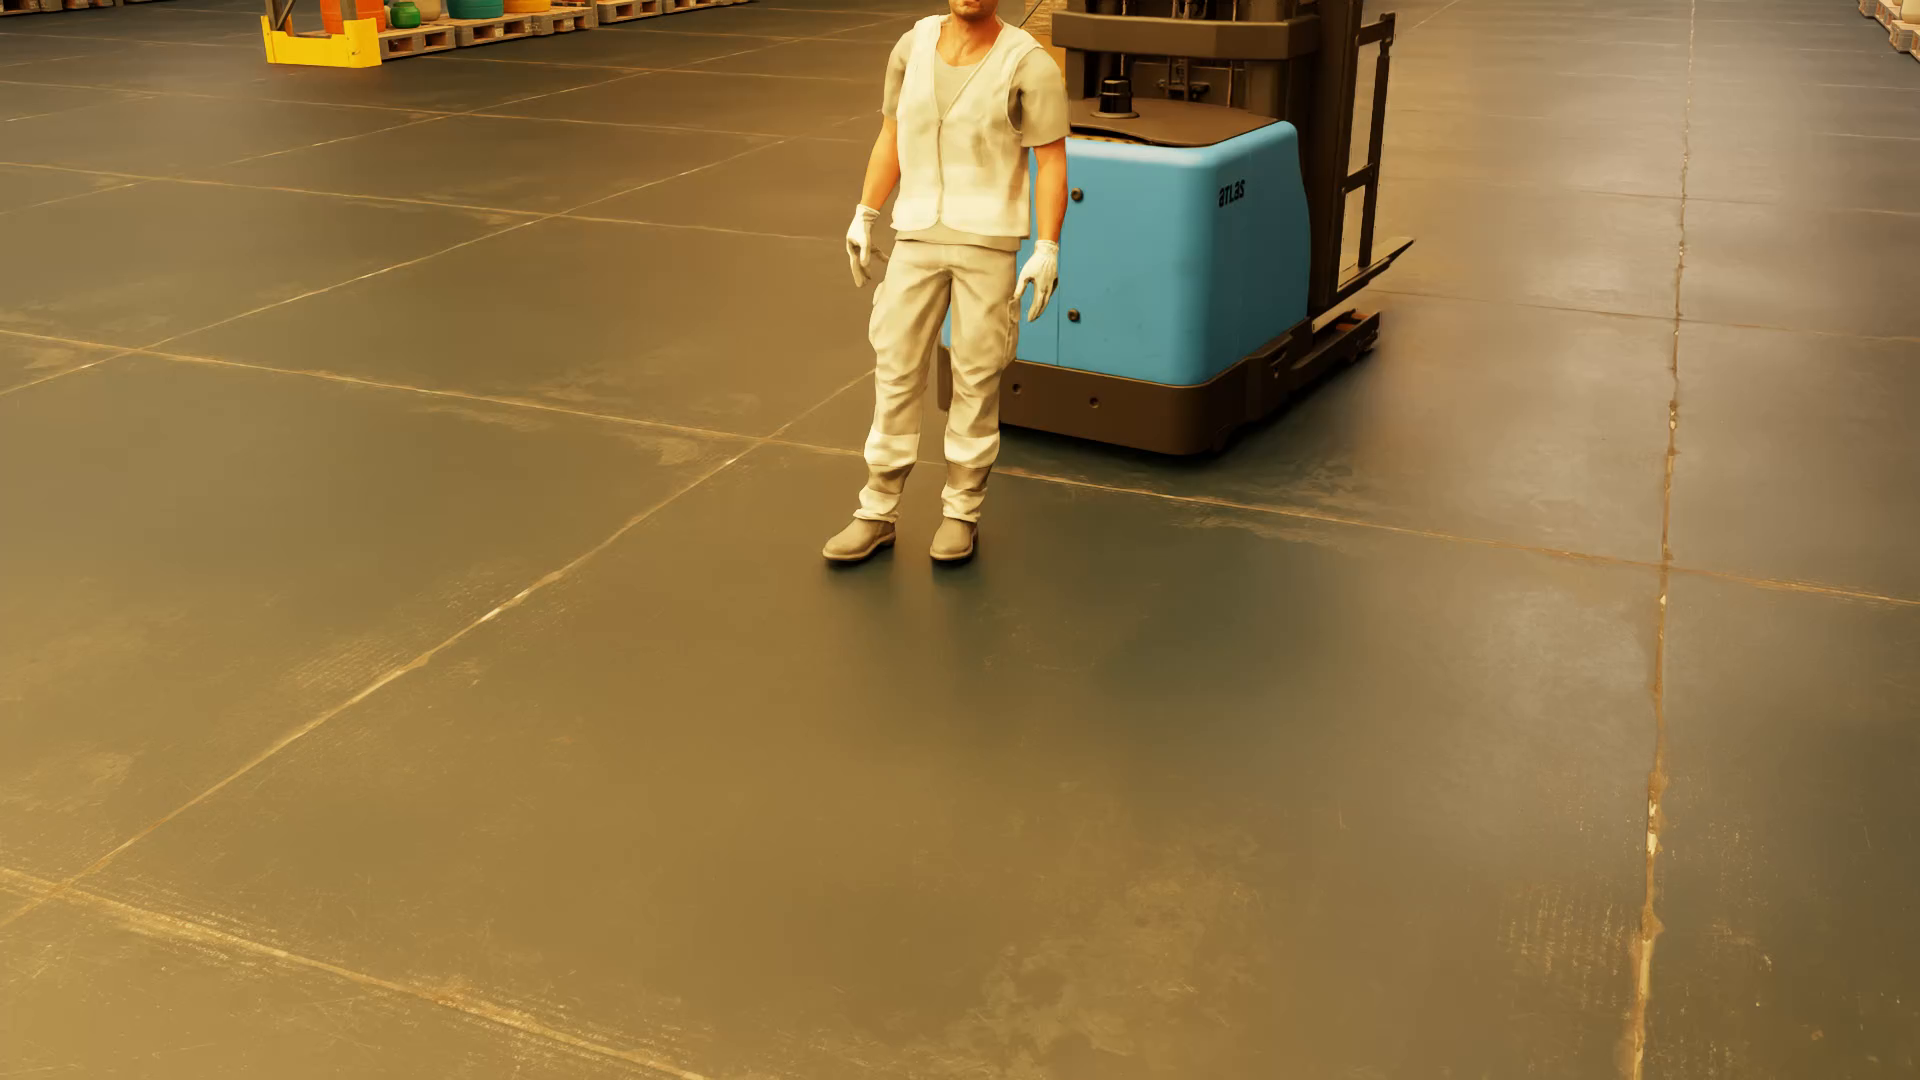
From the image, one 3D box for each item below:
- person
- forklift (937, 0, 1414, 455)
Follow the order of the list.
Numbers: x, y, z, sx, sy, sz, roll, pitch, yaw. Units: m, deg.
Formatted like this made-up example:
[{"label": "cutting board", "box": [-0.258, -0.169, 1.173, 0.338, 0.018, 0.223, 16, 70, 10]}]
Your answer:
[{"label": "person", "box": [-0.042, -0.806, 4.681, 0.637, 1.787, 0.564, 9, 24, 21]}, {"label": "forklift", "box": [1.108, -2.159, 6.459, 1.130, 2.935, 3.031, 13, 26, 28]}]
